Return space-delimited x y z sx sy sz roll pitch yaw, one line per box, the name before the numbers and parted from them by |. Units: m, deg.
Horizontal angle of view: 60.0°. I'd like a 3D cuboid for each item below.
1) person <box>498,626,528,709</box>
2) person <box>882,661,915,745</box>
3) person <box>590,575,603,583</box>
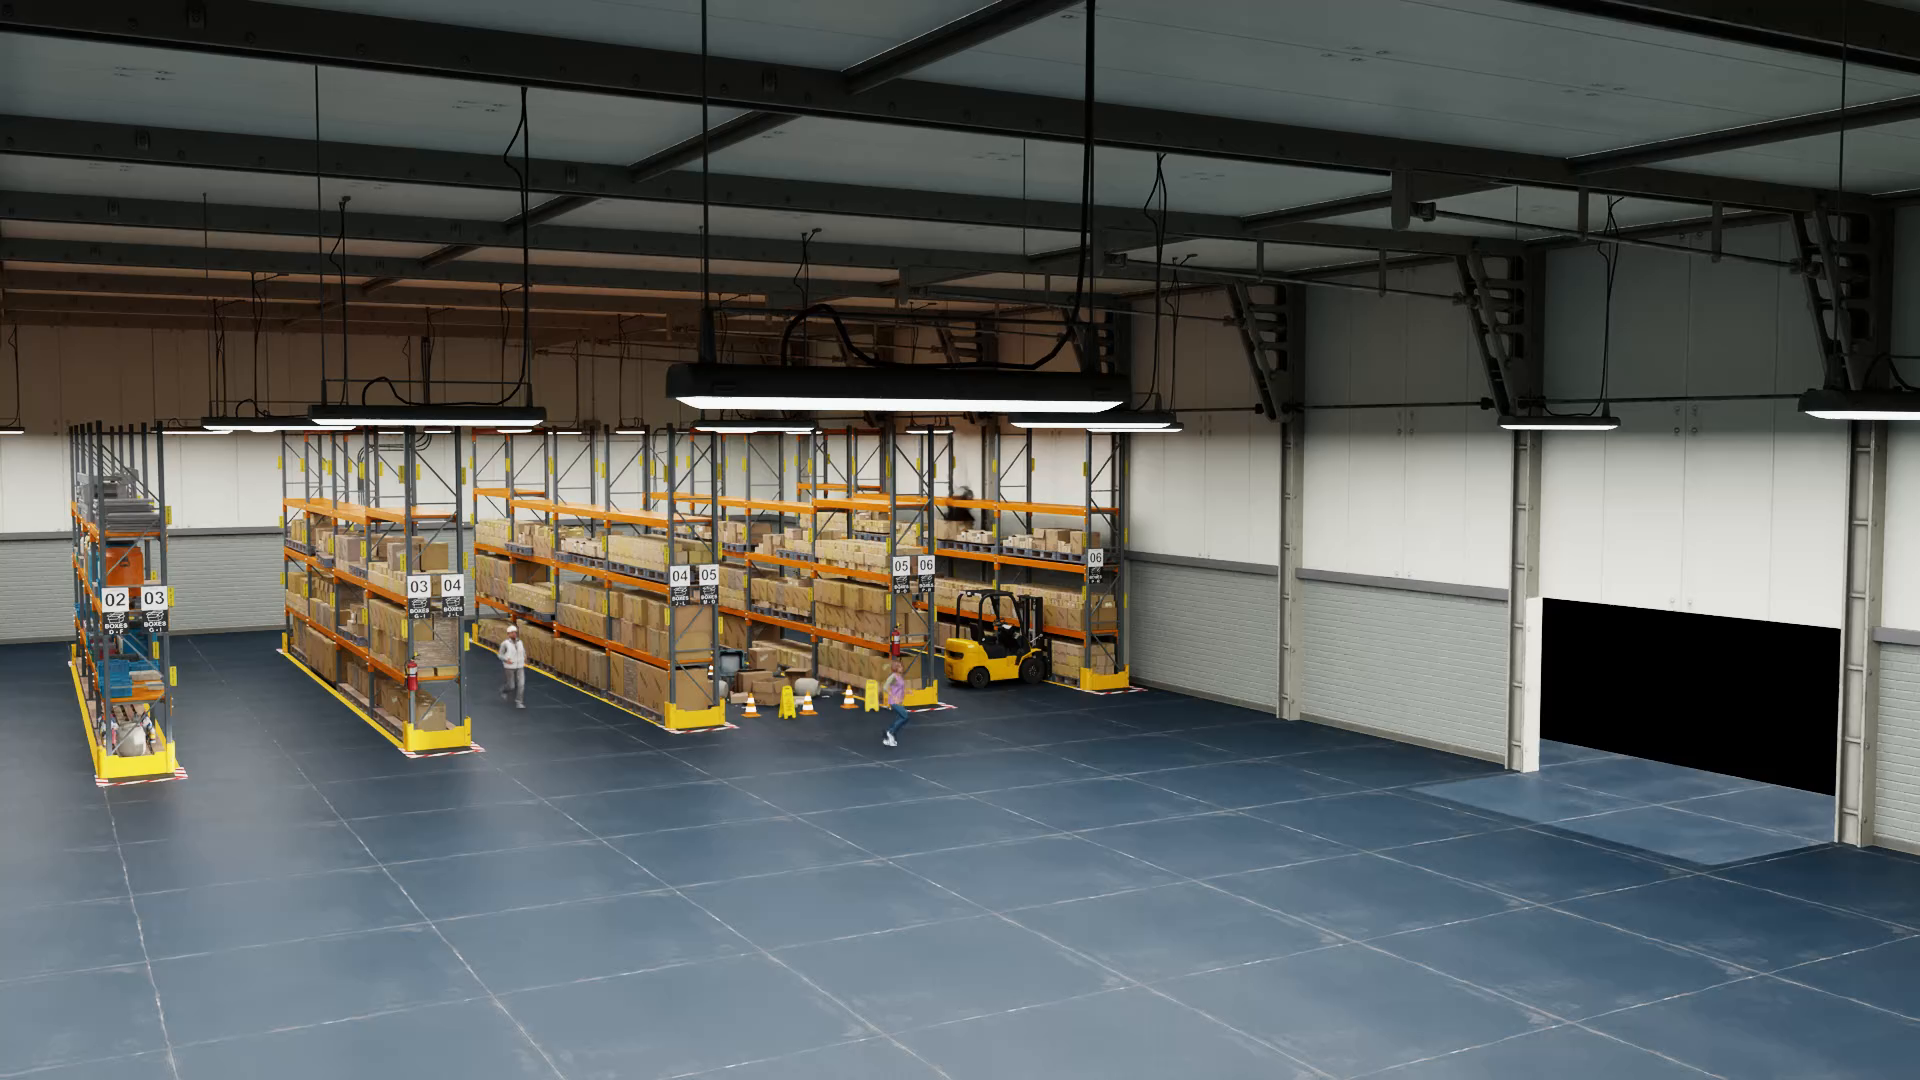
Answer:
person | -9.428 2.685 35.185 0.677 1.742 0.896 -3 5 -40
person | -1.152 3.024 30.794 0.601 1.559 0.513 1 4 11
person | -10.996 1.778 49.720 0.635 1.742 0.714 -3 5 -39
